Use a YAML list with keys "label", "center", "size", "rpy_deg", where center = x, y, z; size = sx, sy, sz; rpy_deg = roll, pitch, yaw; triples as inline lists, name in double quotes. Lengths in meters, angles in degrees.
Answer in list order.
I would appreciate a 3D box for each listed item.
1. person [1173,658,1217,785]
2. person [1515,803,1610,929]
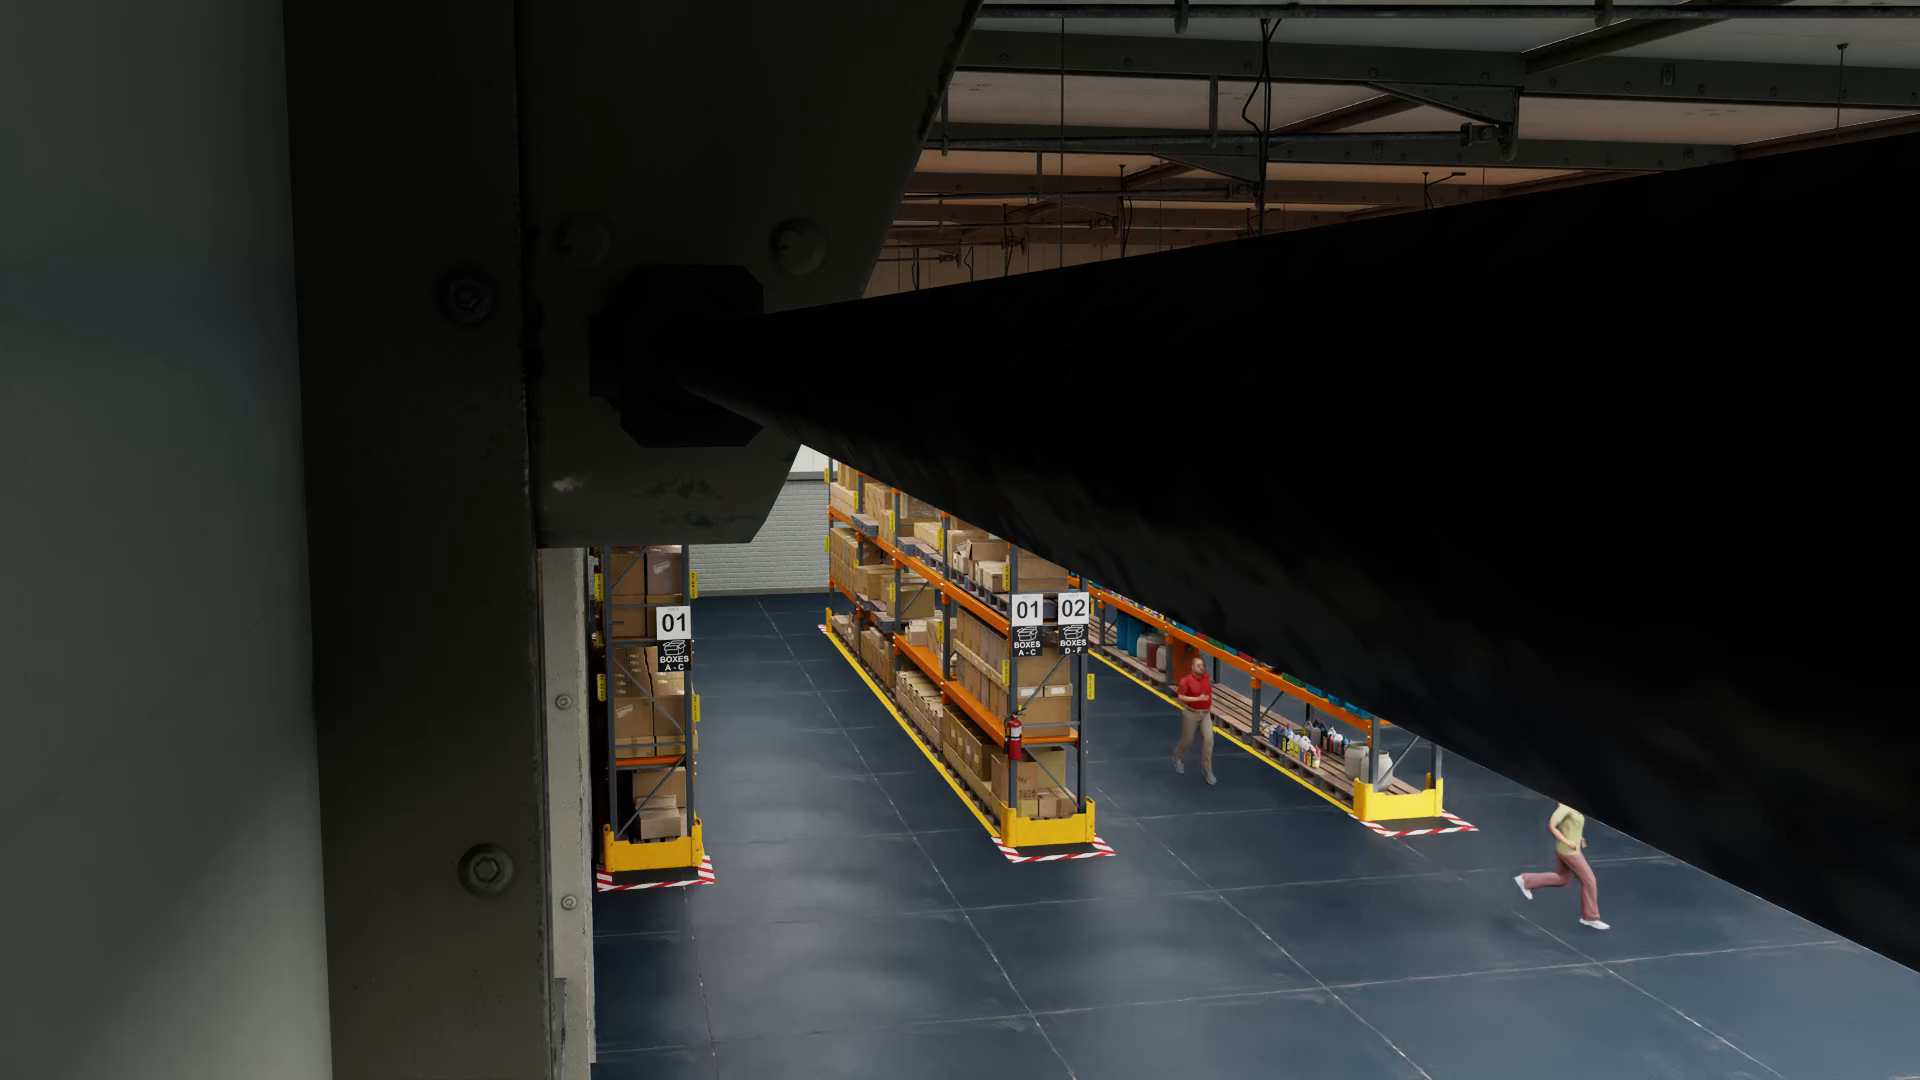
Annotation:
- label: "person"
  center: [3.388, 2.582, 24.053]
  size: [0.664, 1.793, 0.847]
  rpy_deg: [-3, 7, -24]
- label: "person"
  center: [6.585, 3.394, 18.126]
  size: [0.996, 1.653, 0.560]
  rpy_deg: [2, 7, 16]
